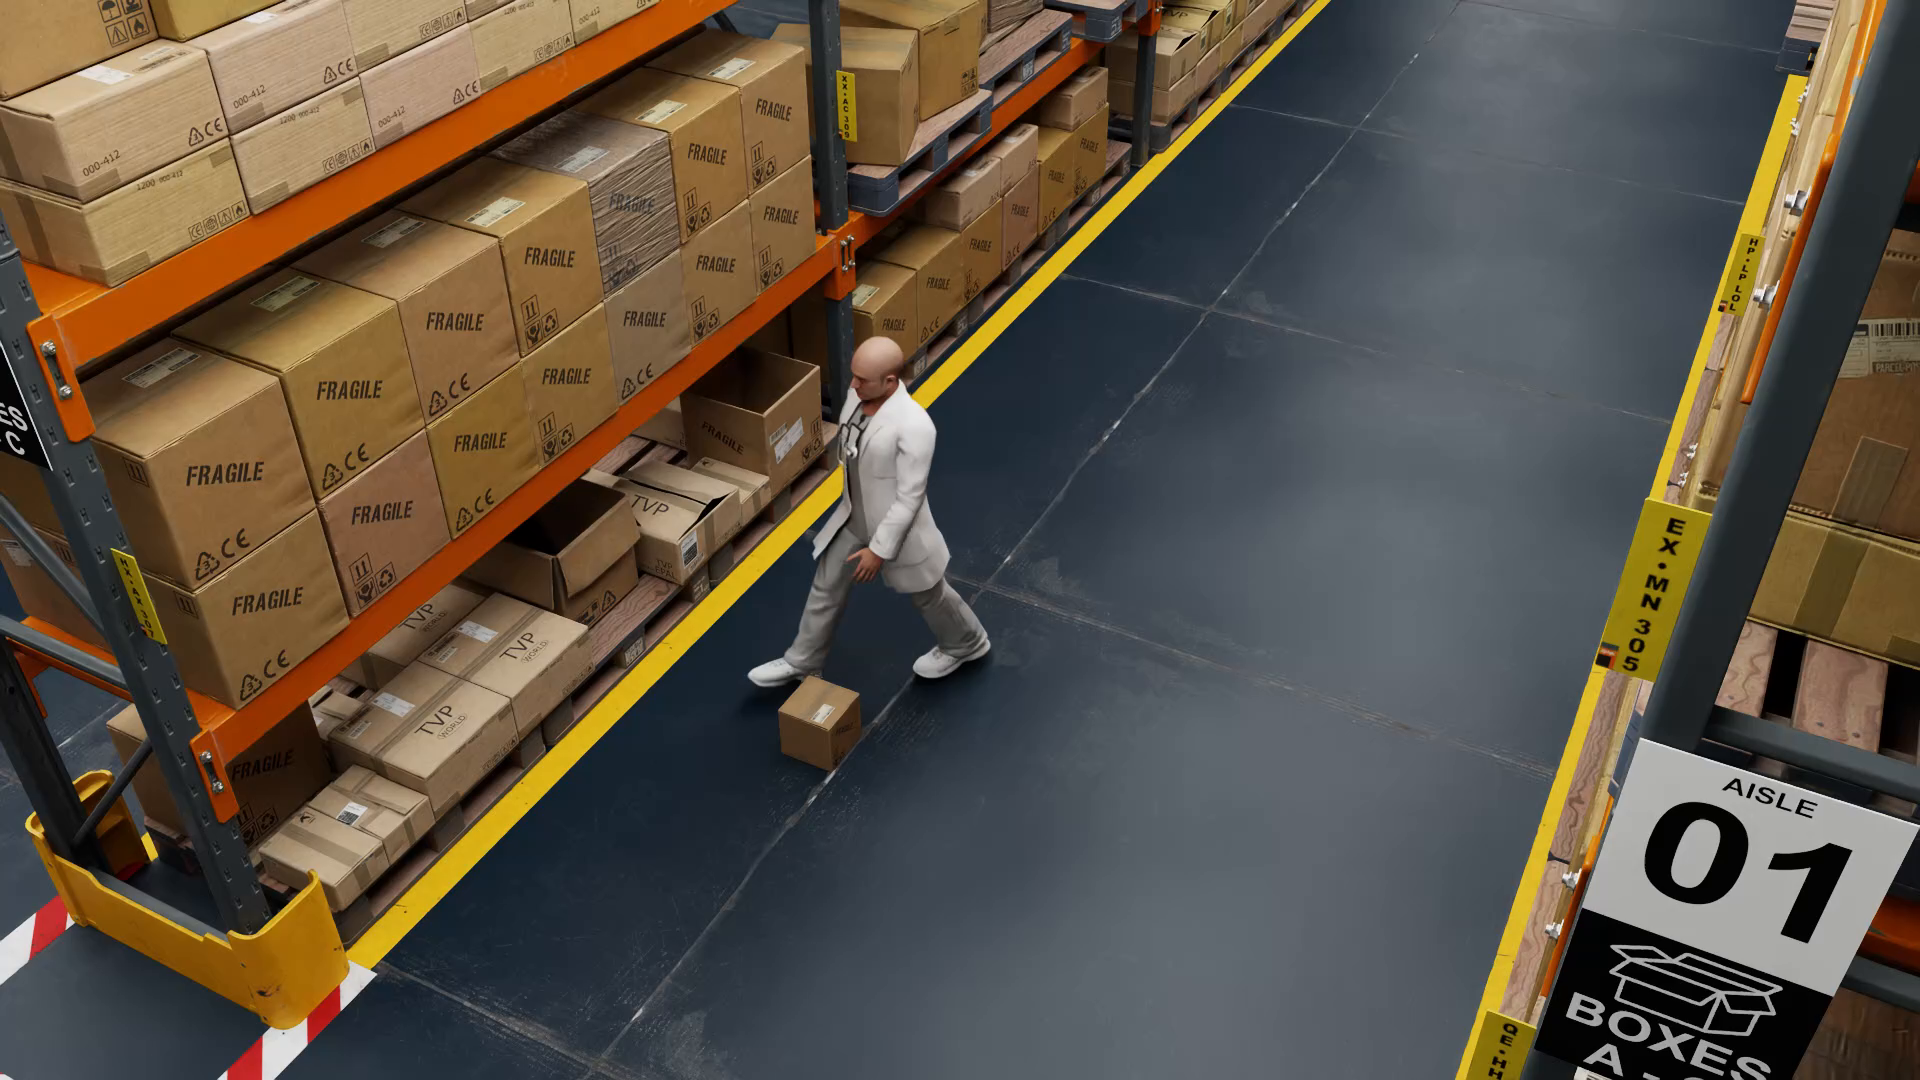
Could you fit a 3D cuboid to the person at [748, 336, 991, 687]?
[{"bbox_3d":[-0.369,-0.064,6.857,1.001,1.742,0.605,-28,45,-31],"label":"person"}]
